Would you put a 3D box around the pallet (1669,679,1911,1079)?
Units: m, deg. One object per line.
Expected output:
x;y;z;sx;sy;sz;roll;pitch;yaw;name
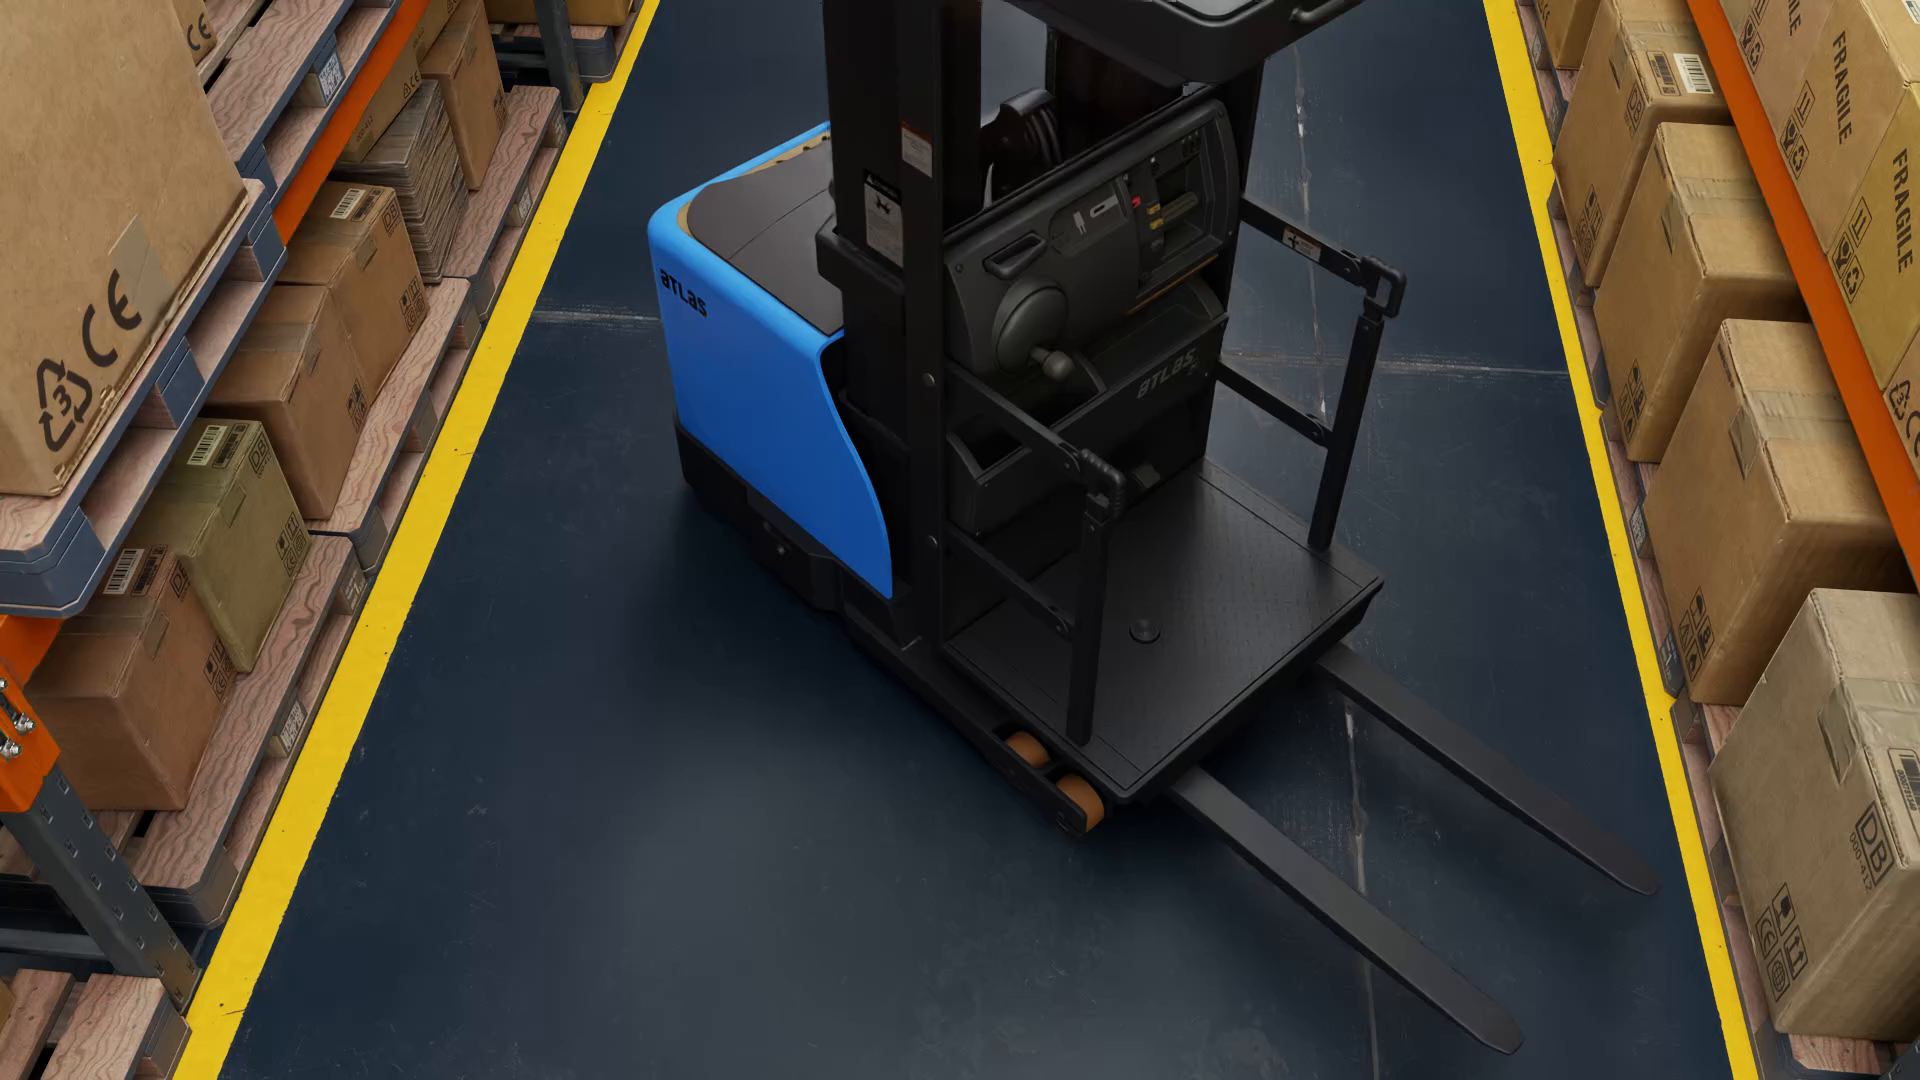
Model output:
2.493;0.879;4.303;1.003;0.211;1.213;4;48;4;pallet

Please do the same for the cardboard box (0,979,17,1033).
-2.509;1.095;3.625;0.500;0.500;0.500;3;48;2;cardboard box

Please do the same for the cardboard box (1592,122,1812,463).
2.641;-0.728;5.123;1.050;0.750;0.750;5;48;4;cardboard box

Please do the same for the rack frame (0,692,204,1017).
-2.432;0.102;3.124;1.000;3.000;0.127;4;48;4;rack frame

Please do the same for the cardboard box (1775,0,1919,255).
2.415;-1.041;4.102;0.500;0.500;0.500;3;48;3;cardboard box

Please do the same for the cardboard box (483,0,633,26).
-1.984;-2.768;6.904;1.225;0.875;0.875;2;48;2;cardboard box

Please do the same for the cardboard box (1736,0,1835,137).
2.463;-1.407;4.436;0.500;0.500;0.500;4;48;3;cardboard box

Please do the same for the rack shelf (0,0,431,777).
-2.250;-1.125;4.734;1.077;0.370;4.000;4;48;4;rack shelf

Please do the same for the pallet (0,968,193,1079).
-2.458;1.539;3.699;1.003;0.211;1.213;4;48;4;pallet

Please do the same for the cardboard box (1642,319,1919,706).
2.556;-0.043;4.497;1.050;0.750;0.750;4;48;4;cardboard box

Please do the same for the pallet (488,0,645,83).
-1.921;-2.470;7.366;1.003;0.211;1.213;4;48;4;pallet

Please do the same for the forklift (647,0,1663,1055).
0.482;-0.626;3.836;1.130;2.935;3.031;-35;56;-28;forklift

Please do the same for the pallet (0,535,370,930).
-2.363;0.471;4.676;1.003;0.211;1.213;4;48;4;pallet

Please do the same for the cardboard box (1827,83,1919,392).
2.371;-0.668;3.760;0.500;0.500;0.500;4;48;4;cardboard box

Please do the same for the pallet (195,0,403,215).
-2.207;-1.315;4.550;1.003;0.211;1.213;4;48;4;pallet

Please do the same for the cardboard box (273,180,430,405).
-2.192;-0.823;5.366;0.700;0.500;0.500;7;48;7;cardboard box

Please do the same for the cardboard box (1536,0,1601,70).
2.662;-2.229;6.665;0.500;0.500;0.500;4;48;3;cardboard box

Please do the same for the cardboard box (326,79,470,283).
-2.147;-1.240;5.747;0.700;0.500;0.500;0;48;0;cardboard box

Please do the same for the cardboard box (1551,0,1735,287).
2.717;-1.371;5.711;1.050;0.750;0.750;3;48;3;cardboard box

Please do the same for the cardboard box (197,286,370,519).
-2.242;-0.413;4.991;0.700;0.500;0.500;0;48;0;cardboard box

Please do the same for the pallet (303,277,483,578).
-2.254;-0.428;5.498;1.003;0.211;1.213;4;48;4;pallet

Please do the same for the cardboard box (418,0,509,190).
-2.109;-1.648;6.121;0.700;0.500;0.500;2;48;1;cardboard box

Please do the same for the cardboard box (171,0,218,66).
-2.366;-1.355;4.102;0.797;0.503;0.637;8;48;8;cardboard box

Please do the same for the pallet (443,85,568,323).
-2.140;-1.322;6.316;1.003;0.211;1.213;4;48;4;pallet

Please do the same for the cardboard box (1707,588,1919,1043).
2.465;0.665;3.849;1.050;0.750;0.750;4;48;3;cardboard box

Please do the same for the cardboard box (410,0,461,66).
-2.099;-1.901;5.843;0.500;0.250;0.500;6;48;5;cardboard box

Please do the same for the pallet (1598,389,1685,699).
2.602;-0.020;5.125;1.003;0.211;1.213;4;48;4;pallet

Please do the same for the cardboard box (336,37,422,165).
-2.137;-1.510;5.486;0.500;0.250;0.500;9;48;8;cardboard box

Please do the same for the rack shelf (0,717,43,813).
-2.615;1.815;2.045;1.077;0.370;4.000;4;48;4;rack shelf

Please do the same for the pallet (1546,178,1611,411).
2.715;-0.914;5.943;1.003;0.211;1.213;4;48;4;pallet

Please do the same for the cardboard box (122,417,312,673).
-2.293;-0.002;4.615;0.700;0.500;0.500;4;48;3;cardboard box

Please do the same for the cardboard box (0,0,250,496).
-2.221;-0.817;3.273;1.000;1.000;1.000;4;48;4;cardboard box

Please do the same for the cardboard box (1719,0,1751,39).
2.509;-1.778;4.775;0.500;0.500;0.500;3;48;3;cardboard box

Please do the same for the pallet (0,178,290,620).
-2.218;-0.385;3.699;1.003;0.211;1.213;4;48;4;pallet

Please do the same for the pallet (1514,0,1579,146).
2.935;-2.062;6.993;1.003;0.211;1.213;4;48;4;pallet

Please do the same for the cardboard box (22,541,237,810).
-2.355;0.347;4.295;0.700;0.500;0.500;1;48;1;cardboard box

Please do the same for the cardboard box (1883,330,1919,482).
2.325;-0.297;3.421;0.500;0.500;0.500;3;48;3;cardboard box

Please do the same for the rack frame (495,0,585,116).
-2.068;-2.837;5.812;1.000;3.000;0.127;4;48;4;rack frame
